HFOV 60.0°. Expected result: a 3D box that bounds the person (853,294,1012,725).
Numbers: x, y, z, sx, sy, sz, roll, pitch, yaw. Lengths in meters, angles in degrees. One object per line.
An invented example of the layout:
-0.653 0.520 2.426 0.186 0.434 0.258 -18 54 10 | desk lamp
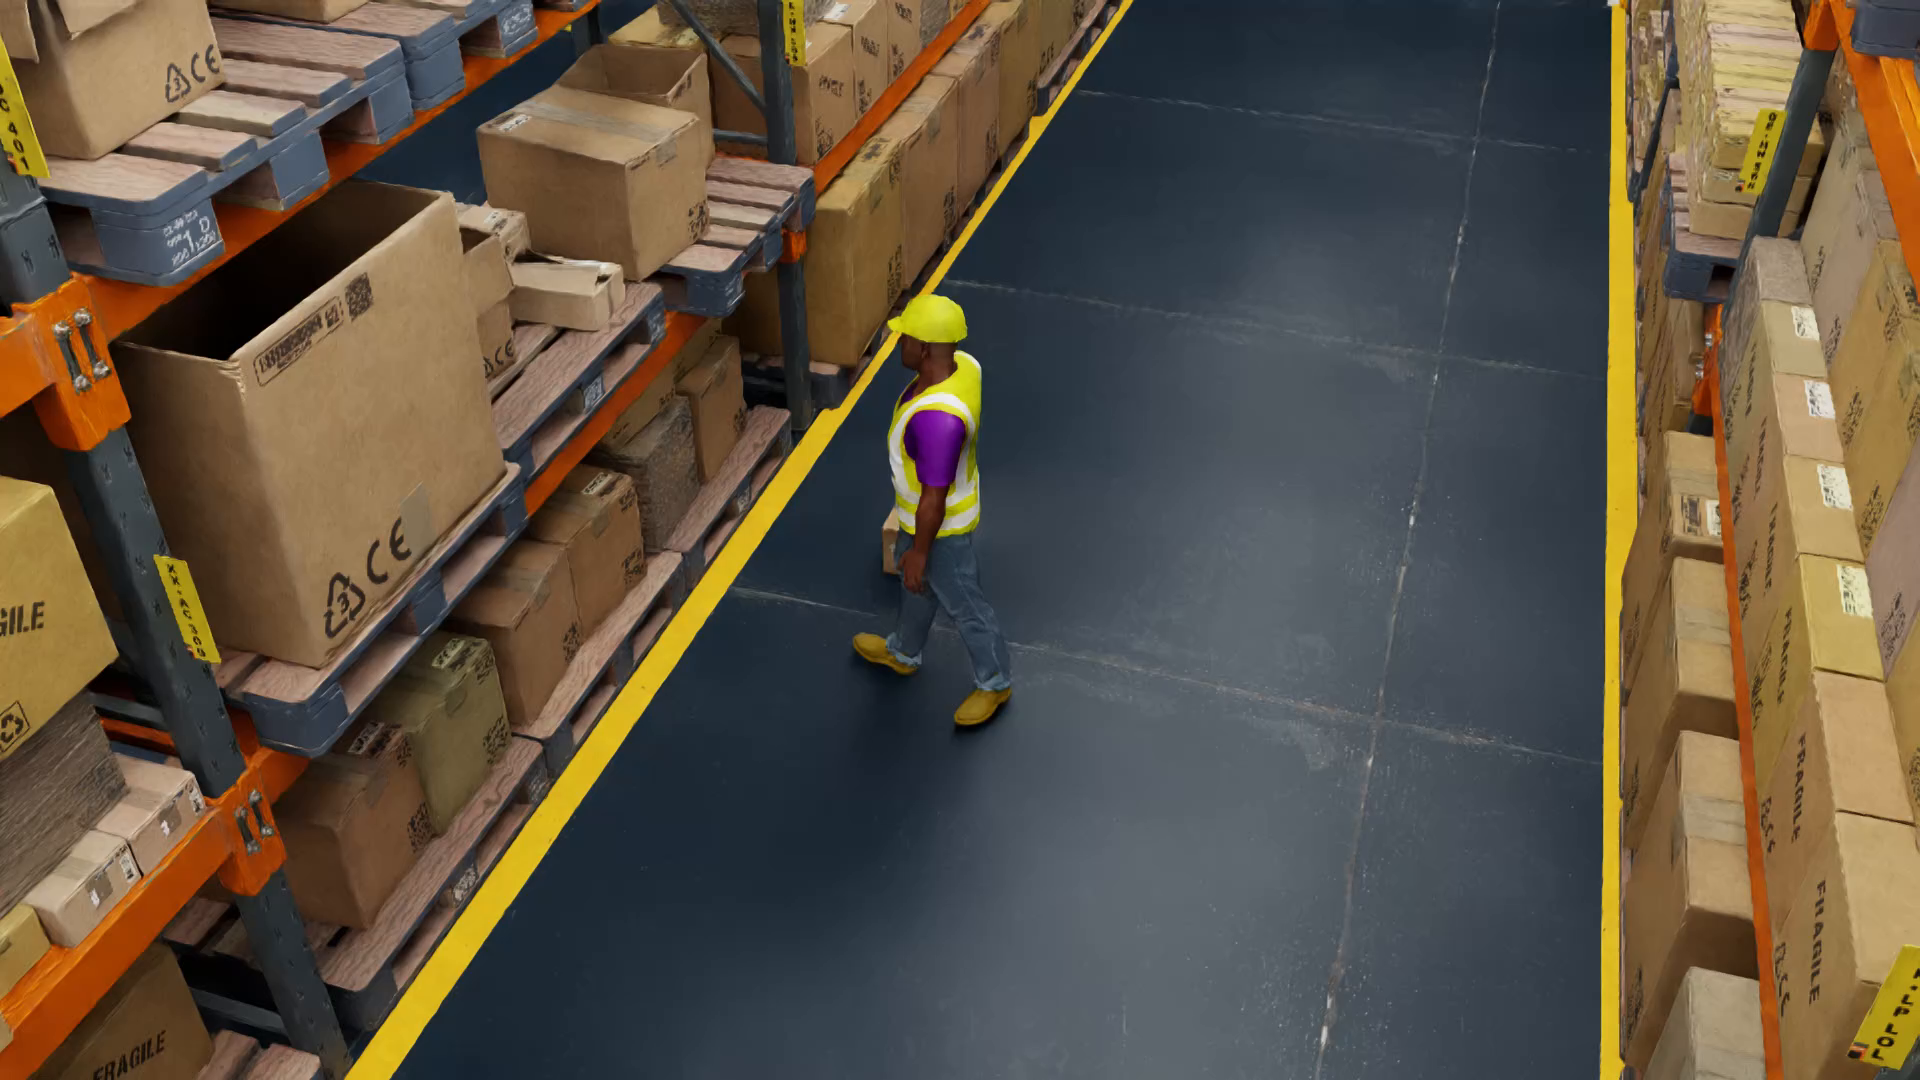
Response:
-0.120 -0.154 6.331 0.665 1.763 0.789 1 37 1 | person
